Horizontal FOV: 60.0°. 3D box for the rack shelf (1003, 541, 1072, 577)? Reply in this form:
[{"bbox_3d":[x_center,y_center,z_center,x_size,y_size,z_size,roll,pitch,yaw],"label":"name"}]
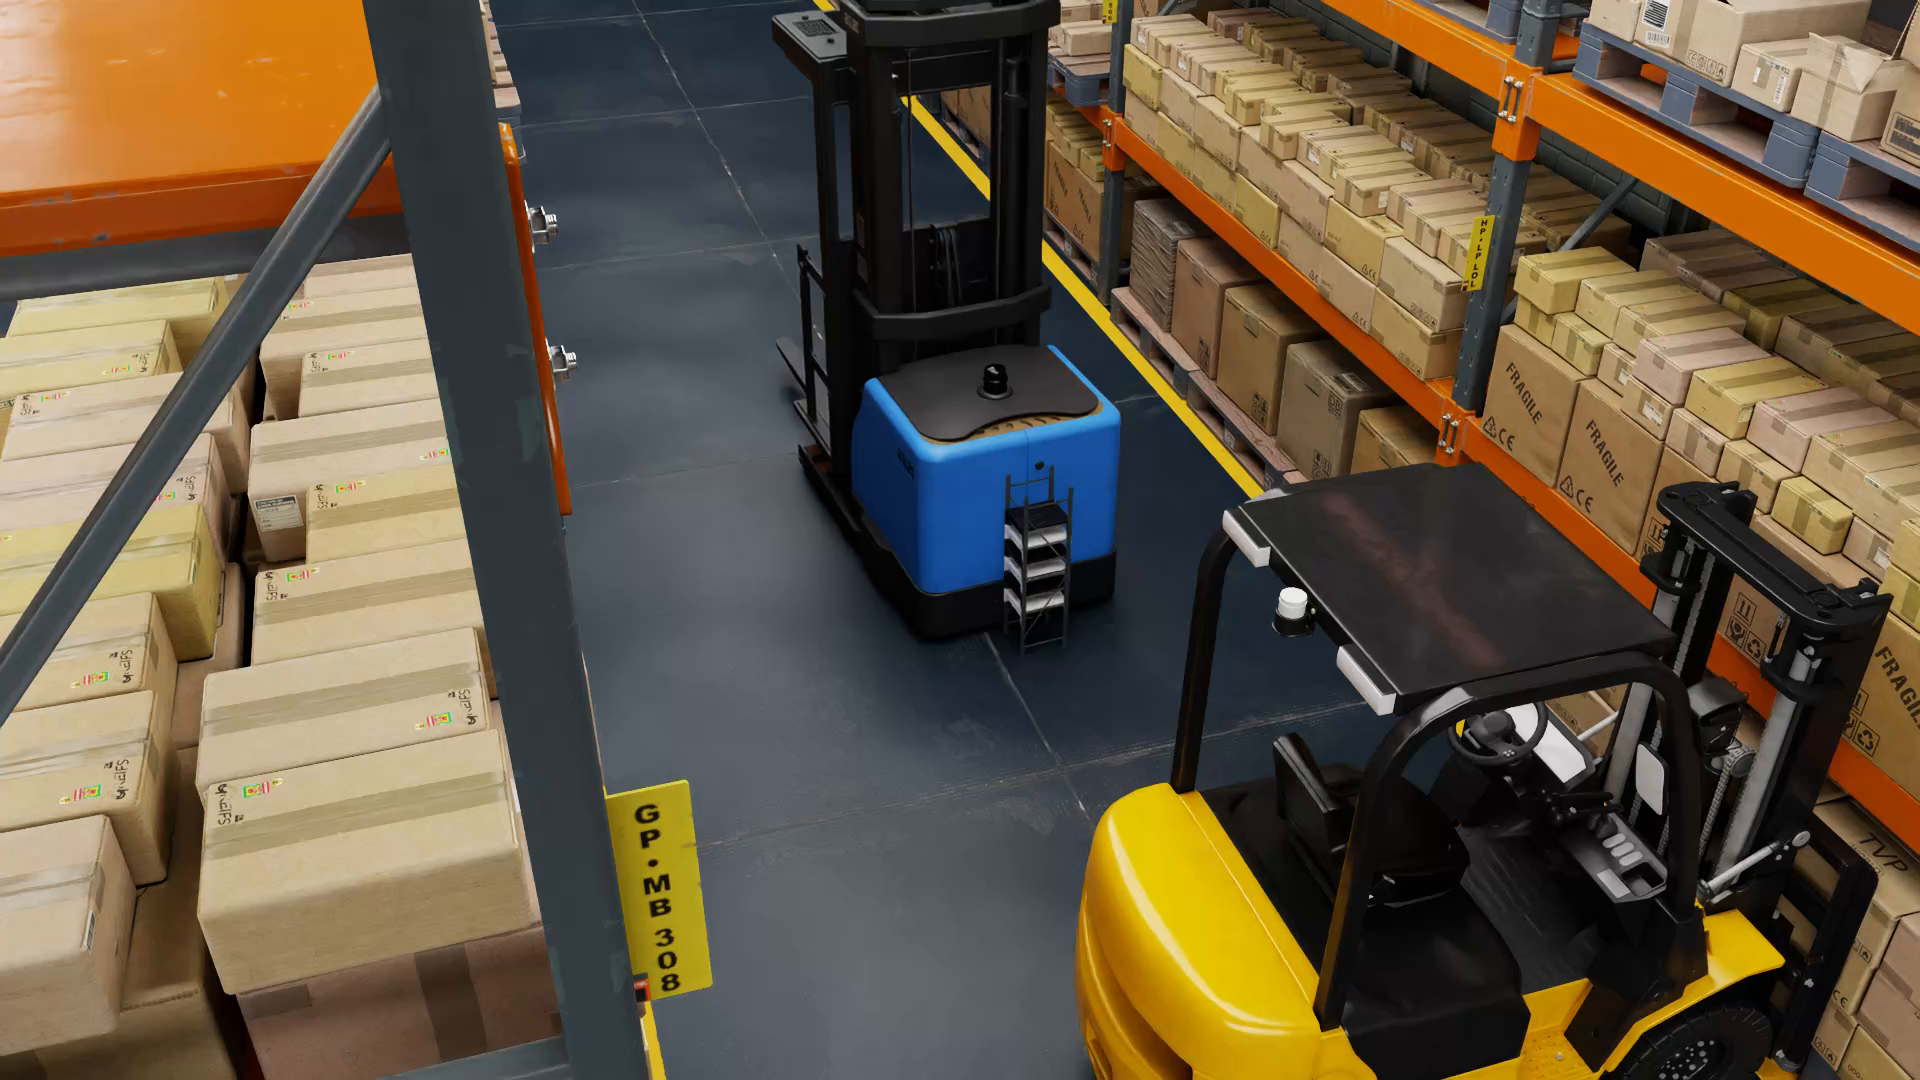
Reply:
[{"bbox_3d":[0.360,0.062,7.737,0.258,0.077,0.200,-13,35,-18],"label":"rack shelf"}]

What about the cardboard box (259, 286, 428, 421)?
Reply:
[{"bbox_3d":[-1.211,-0.389,3.402,0.380,0.149,0.250,-9,35,-14],"label":"cardboard box"}]

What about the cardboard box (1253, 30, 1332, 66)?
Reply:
[{"bbox_3d":[1.923,-2.833,9.637,0.380,0.149,0.250,-10,35,-15],"label":"cardboard box"}]

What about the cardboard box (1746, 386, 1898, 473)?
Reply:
[{"bbox_3d":[2.927,-0.378,5.652,0.380,0.149,0.250,-10,35,-15],"label":"cardboard box"}]

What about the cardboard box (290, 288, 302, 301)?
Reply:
[{"bbox_3d":[-1.394,-0.576,4.047,0.500,0.250,0.500,-11,35,-16],"label":"cardboard box"}]

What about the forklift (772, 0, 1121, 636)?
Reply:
[{"bbox_3d":[-0.253,-1.568,8.465,1.130,2.935,3.031,-13,35,-18],"label":"forklift"}]

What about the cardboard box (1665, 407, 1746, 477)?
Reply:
[{"bbox_3d":[2.760,-0.375,5.917,0.380,0.149,0.250,-10,35,-15],"label":"cardboard box"}]

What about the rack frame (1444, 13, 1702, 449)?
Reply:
[{"bbox_3d":[2.644,-0.822,7.273,1.000,3.000,0.127,-10,35,-15],"label":"rack frame"}]

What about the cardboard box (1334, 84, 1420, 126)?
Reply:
[{"bbox_3d":[2.202,-2.295,8.823,0.380,0.149,0.250,-9,35,-13],"label":"cardboard box"}]

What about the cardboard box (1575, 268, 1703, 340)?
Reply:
[{"bbox_3d":[2.641,-0.922,6.475,0.380,0.149,0.250,-9,35,-14],"label":"cardboard box"}]

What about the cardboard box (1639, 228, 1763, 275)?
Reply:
[{"bbox_3d":[3.029,-1.141,6.808,0.380,0.149,0.250,-10,35,-15],"label":"cardboard box"}]

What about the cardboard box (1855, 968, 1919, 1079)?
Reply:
[{"bbox_3d":[3.275,1.574,5.307,0.500,0.250,0.500,-10,35,-15],"label":"cardboard box"}]

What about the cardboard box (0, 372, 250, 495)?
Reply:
[{"bbox_3d":[-1.535,-0.178,3.083,0.380,0.149,0.250,-11,35,-16],"label":"cardboard box"}]

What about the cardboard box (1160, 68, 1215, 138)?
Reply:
[{"bbox_3d":[1.478,-2.531,9.542,0.500,0.250,0.500,-9,34,-13],"label":"cardboard box"}]

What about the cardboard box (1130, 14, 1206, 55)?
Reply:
[{"bbox_3d":[1.240,-3.017,9.916,0.380,0.149,0.250,-9,35,-13],"label":"cardboard box"}]

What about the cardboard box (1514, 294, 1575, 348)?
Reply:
[{"bbox_3d":[2.490,-0.923,6.746,0.380,0.149,0.250,-11,35,-15],"label":"cardboard box"}]

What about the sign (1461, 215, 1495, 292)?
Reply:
[{"bbox_3d":[2.130,-1.175,6.830,0.100,0.325,0.005,-10,35,-15],"label":"sign"}]

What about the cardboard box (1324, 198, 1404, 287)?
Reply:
[{"bbox_3d":[2.087,-1.451,7.908,0.500,0.250,0.500,-11,35,-16],"label":"cardboard box"}]

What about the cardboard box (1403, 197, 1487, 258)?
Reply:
[{"bbox_3d":[2.232,-1.409,7.482,0.380,0.149,0.250,-11,35,-15],"label":"cardboard box"}]

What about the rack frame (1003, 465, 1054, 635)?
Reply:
[{"bbox_3d":[0.322,0.057,7.847,0.240,0.900,0.006,-13,35,-18],"label":"rack frame"}]

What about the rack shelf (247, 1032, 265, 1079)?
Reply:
[{"bbox_3d":[-1.472,0.114,3.789,1.077,0.370,4.000,-10,35,-15],"label":"rack shelf"}]

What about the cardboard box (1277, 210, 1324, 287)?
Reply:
[{"bbox_3d":[1.960,-1.509,8.448,0.500,0.250,0.500,-10,35,-14],"label":"cardboard box"}]

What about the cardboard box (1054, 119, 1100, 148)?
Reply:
[{"bbox_3d":[0.881,-2.825,11.603,0.380,0.149,0.250,-11,35,-16],"label":"cardboard box"}]

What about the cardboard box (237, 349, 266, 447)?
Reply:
[{"bbox_3d":[-1.746,-0.222,3.510,0.500,0.250,0.500,-10,35,-14],"label":"cardboard box"}]

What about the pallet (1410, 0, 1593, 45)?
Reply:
[{"bbox_3d":[2.362,-2.454,7.196,0.805,0.209,1.217,-11,35,-17],"label":"pallet"}]

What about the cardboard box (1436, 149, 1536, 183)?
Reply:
[{"bbox_3d":[2.536,-1.766,8.023,0.380,0.149,0.250,-10,35,-15],"label":"cardboard box"}]

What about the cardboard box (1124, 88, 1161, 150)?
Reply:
[{"bbox_3d":[1.326,-2.585,10.078,0.500,0.250,0.500,-10,35,-15],"label":"cardboard box"}]

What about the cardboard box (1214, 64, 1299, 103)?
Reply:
[{"bbox_3d":[1.623,-2.485,9.110,0.380,0.149,0.250,-10,35,-14],"label":"cardboard box"}]

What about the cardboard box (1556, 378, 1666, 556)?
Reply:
[{"bbox_3d":[2.705,-0.316,6.417,0.500,0.500,0.500,-9,35,-14],"label":"cardboard box"}]

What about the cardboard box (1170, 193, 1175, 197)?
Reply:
[{"bbox_3d":[1.562,-2.323,11.431,0.500,0.500,0.500,-9,34,-13],"label":"cardboard box"}]

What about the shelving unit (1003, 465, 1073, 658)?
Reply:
[{"bbox_3d":[0.360,0.109,7.769,0.258,0.900,0.210,-13,35,-18],"label":"shelving unit"}]

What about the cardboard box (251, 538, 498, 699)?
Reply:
[{"bbox_3d":[-0.886,0.144,2.596,0.380,0.149,0.250,-10,35,-15],"label":"cardboard box"}]

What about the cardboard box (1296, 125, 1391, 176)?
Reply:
[{"bbox_3d":[1.910,-1.942,8.289,0.380,0.149,0.250,-10,35,-14],"label":"cardboard box"}]

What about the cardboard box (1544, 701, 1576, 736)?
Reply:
[{"bbox_3d":[2.646,0.724,7.047,0.500,0.250,0.500,-11,35,-16],"label":"cardboard box"}]

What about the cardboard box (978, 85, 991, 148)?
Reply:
[{"bbox_3d":[0.457,-3.322,12.943,0.500,0.500,0.500,-11,35,-16],"label":"cardboard box"}]

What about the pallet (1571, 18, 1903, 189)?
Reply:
[{"bbox_3d":[2.929,-1.593,5.799,1.003,0.211,1.213,-10,35,-15],"label":"pallet"}]

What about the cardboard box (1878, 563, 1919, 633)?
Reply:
[{"bbox_3d":[3.077,0.162,5.105,0.380,0.149,0.250,-10,35,-14],"label":"cardboard box"}]

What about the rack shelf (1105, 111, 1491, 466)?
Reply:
[{"bbox_3d":[2.034,-1.572,9.060,1.077,0.370,4.000,-10,35,-15],"label":"rack shelf"}]

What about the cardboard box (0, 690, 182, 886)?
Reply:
[{"bbox_3d":[-1.288,0.366,2.259,0.380,0.149,0.250,-9,35,-14],"label":"cardboard box"}]

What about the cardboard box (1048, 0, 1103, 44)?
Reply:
[{"bbox_3d":[0.794,-3.534,11.132,0.500,0.250,0.500,-12,35,-17],"label":"cardboard box"}]

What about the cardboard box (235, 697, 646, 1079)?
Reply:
[{"bbox_3d":[-0.762,0.493,2.428,0.500,0.250,0.500,-11,35,-16],"label":"cardboard box"}]

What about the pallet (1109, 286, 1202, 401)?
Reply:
[{"bbox_3d":[1.638,-1.320,10.556,1.003,0.211,1.213,-10,35,-15],"label":"pallet"}]

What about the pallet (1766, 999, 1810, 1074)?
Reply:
[{"bbox_3d":[3.222,1.408,6.428,1.003,0.211,1.213,-10,35,-15],"label":"pallet"}]

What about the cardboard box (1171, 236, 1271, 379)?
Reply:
[{"bbox_3d":[1.808,-1.435,9.974,0.875,0.625,0.625,-9,34,-13],"label":"cardboard box"}]

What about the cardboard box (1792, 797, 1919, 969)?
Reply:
[{"bbox_3d":[3.102,1.113,5.550,0.500,0.250,0.500,-10,35,-14],"label":"cardboard box"}]

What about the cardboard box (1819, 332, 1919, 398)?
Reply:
[{"bbox_3d":[3.355,-0.606,5.997,0.380,0.149,0.250,-11,35,-15],"label":"cardboard box"}]

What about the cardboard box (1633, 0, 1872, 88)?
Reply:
[{"bbox_3d":[2.665,-1.775,5.604,0.500,0.311,0.500,-9,35,-14],"label":"cardboard box"}]

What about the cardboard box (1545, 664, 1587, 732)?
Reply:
[{"bbox_3d":[2.653,0.512,6.915,0.500,0.250,0.500,-10,35,-15],"label":"cardboard box"}]

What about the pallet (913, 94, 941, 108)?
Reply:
[{"bbox_3d":[-0.005,-4.219,14.944,1.003,0.211,1.213,-10,35,-15],"label":"pallet"}]
